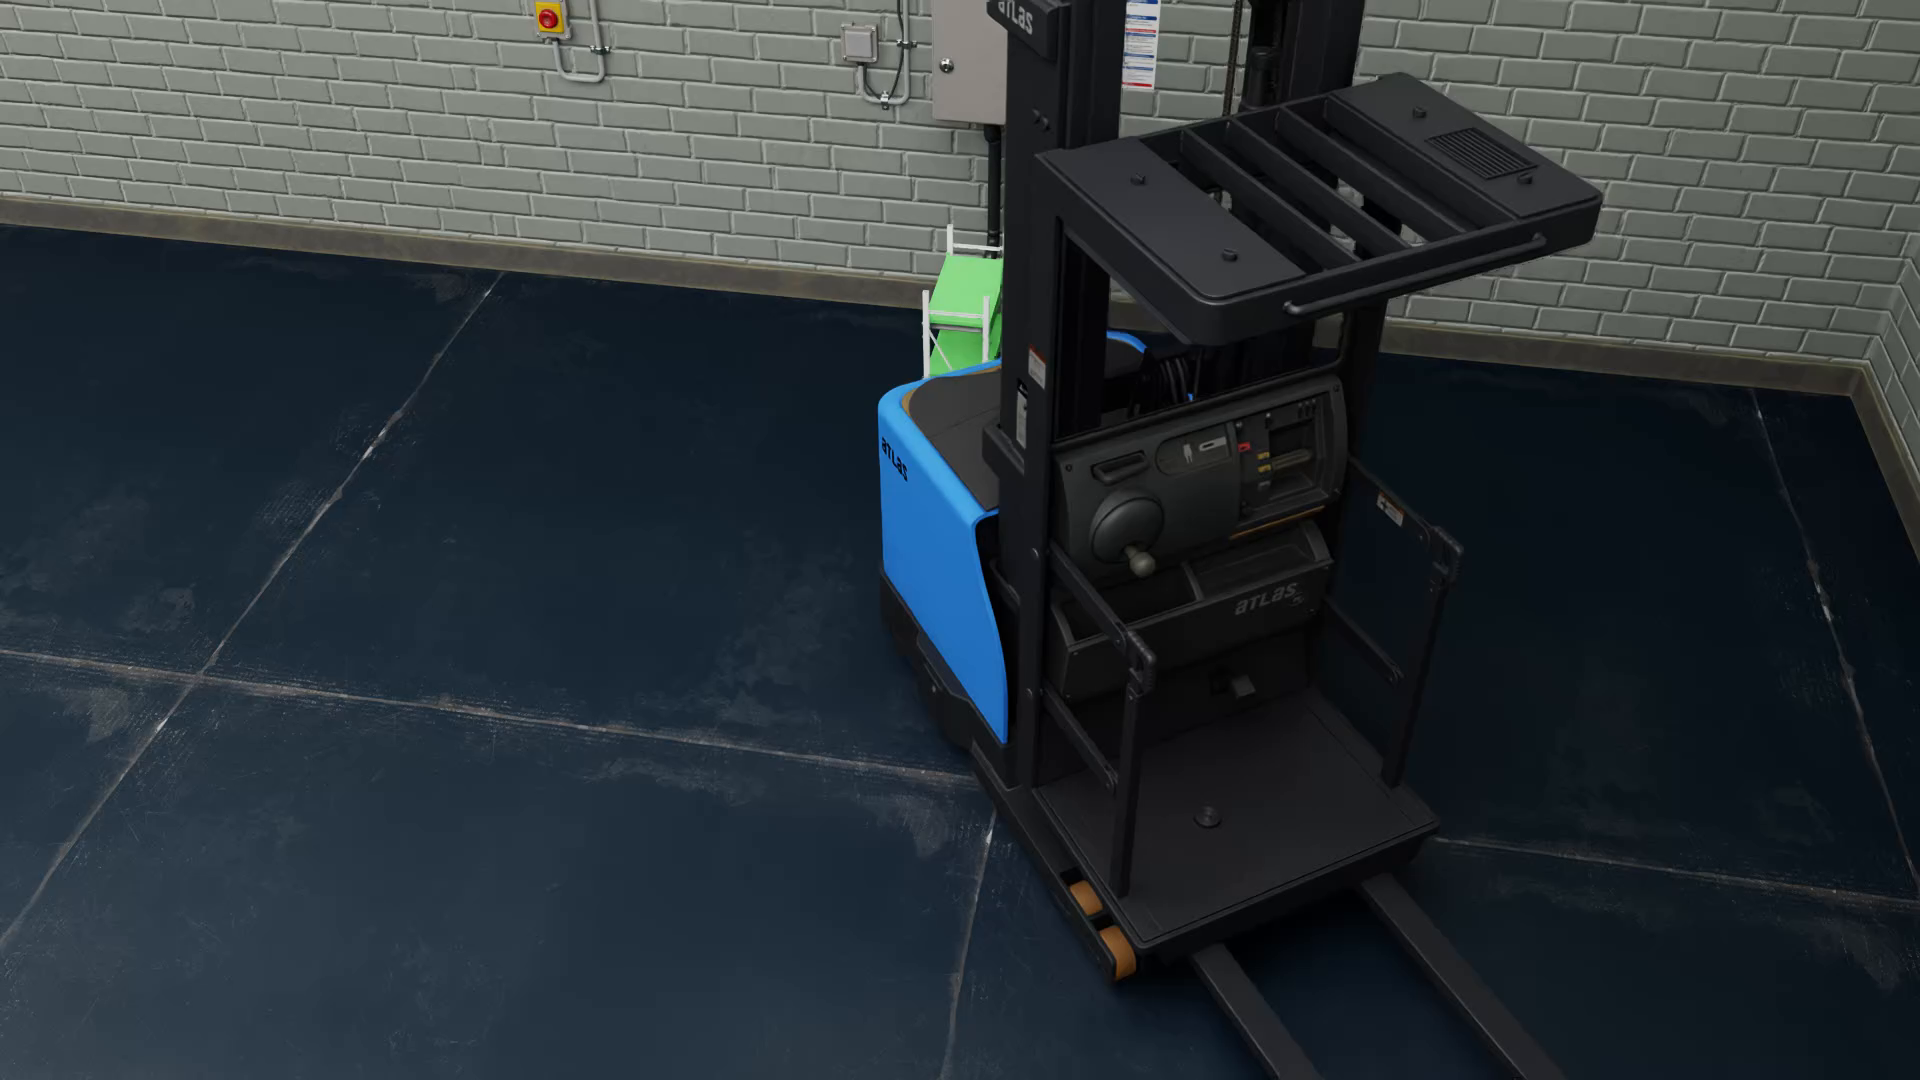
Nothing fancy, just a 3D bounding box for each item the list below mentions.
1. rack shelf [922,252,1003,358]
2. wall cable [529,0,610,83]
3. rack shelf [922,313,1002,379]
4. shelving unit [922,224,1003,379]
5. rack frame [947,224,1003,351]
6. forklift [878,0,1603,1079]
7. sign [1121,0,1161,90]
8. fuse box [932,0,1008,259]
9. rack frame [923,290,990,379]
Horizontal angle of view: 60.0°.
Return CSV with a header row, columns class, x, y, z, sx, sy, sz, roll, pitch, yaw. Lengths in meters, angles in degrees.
class,x,y,z,sx,sy,sz,roll,pitch,yaw
rack shelf,0.029,-0.887,6.228,0.258,0.148,0.480,6,40,8
wall cable,-1.885,-2.852,7.024,0.585,1.953,0.123,6,40,8
rack shelf,0.029,-0.702,6.381,0.258,0.148,0.480,6,40,8
shelving unit,0.029,-0.566,6.493,0.258,1.200,0.503,6,40,8
rack frame,0.071,-0.719,6.679,0.240,1.200,0.015,6,40,8
forklift,0.798,-0.102,4.573,1.130,2.935,3.031,-17,43,-20
sign,0.681,-2.164,7.088,0.329,0.494,0.001,6,40,8
fuse box,0.159,-1.629,7.377,0.539,1.711,0.414,6,40,8
rack frame,-0.014,-0.413,6.308,0.240,1.200,0.015,6,40,8
